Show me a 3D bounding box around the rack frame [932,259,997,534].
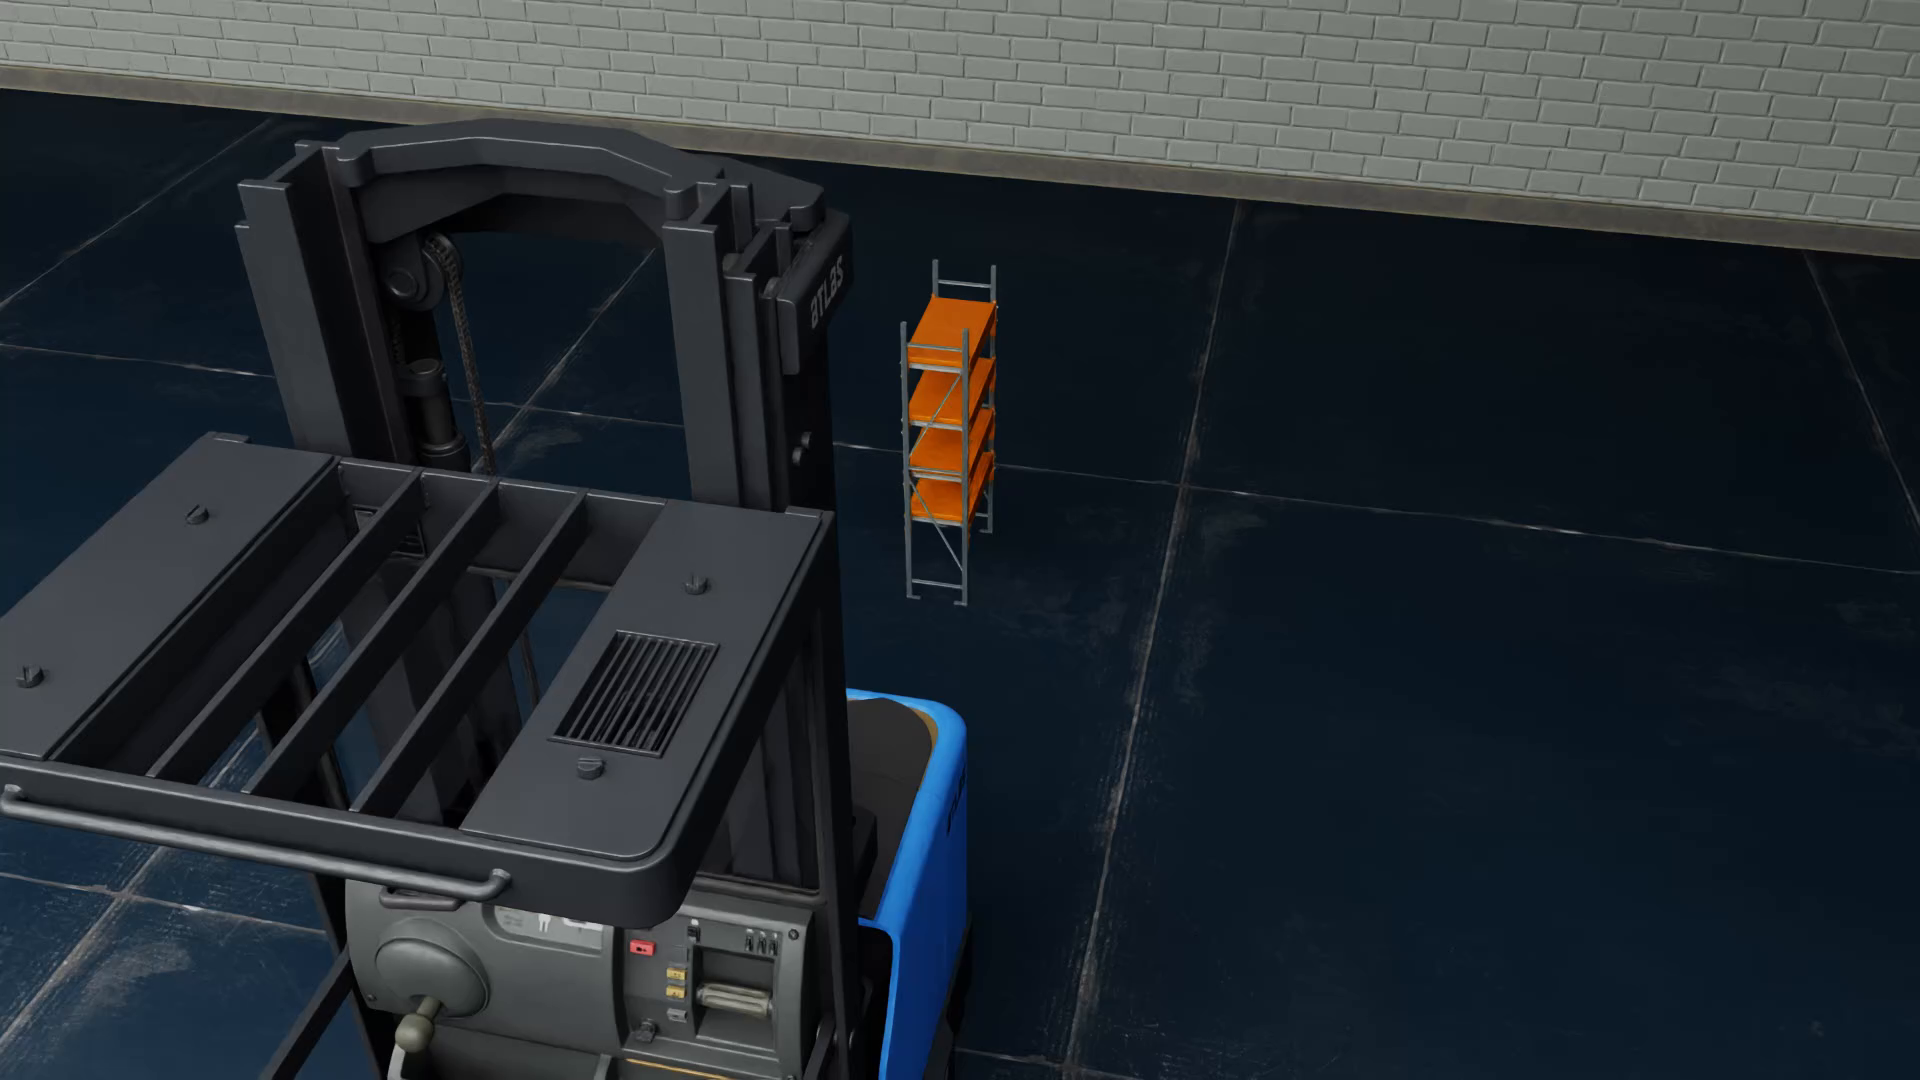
[{"bbox_3d":[0.017,-0.531,6.460,0.240,1.200,0.015,7,37,10],"label":"rack frame"}]

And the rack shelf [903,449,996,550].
[{"bbox_3d":[-0.035,-0.176,6.423,0.258,0.148,0.480,7,37,10],"label":"rack shelf"}]

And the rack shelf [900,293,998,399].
[{"bbox_3d":[-0.035,-0.709,6.036,0.258,0.148,0.480,7,37,10],"label":"rack shelf"}]

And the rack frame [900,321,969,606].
[{"bbox_3d":[-0.087,-0.251,6.074,0.240,1.200,0.015,7,37,10],"label":"rack frame"}]

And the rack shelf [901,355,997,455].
[{"bbox_3d":[-0.035,-0.518,6.175,0.258,0.148,0.480,7,37,10],"label":"rack shelf"}]

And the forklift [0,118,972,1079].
[{"bbox_3d":[-0.787,0.893,3.020,1.130,2.935,3.031,7,37,10],"label":"forklift"}]

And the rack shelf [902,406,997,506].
[{"bbox_3d":[-0.035,-0.336,6.306,0.258,0.148,0.480,7,37,10],"label":"rack shelf"}]

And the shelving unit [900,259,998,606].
[{"bbox_3d":[-0.035,-0.391,6.267,0.258,1.200,0.503,7,37,10],"label":"shelving unit"}]
